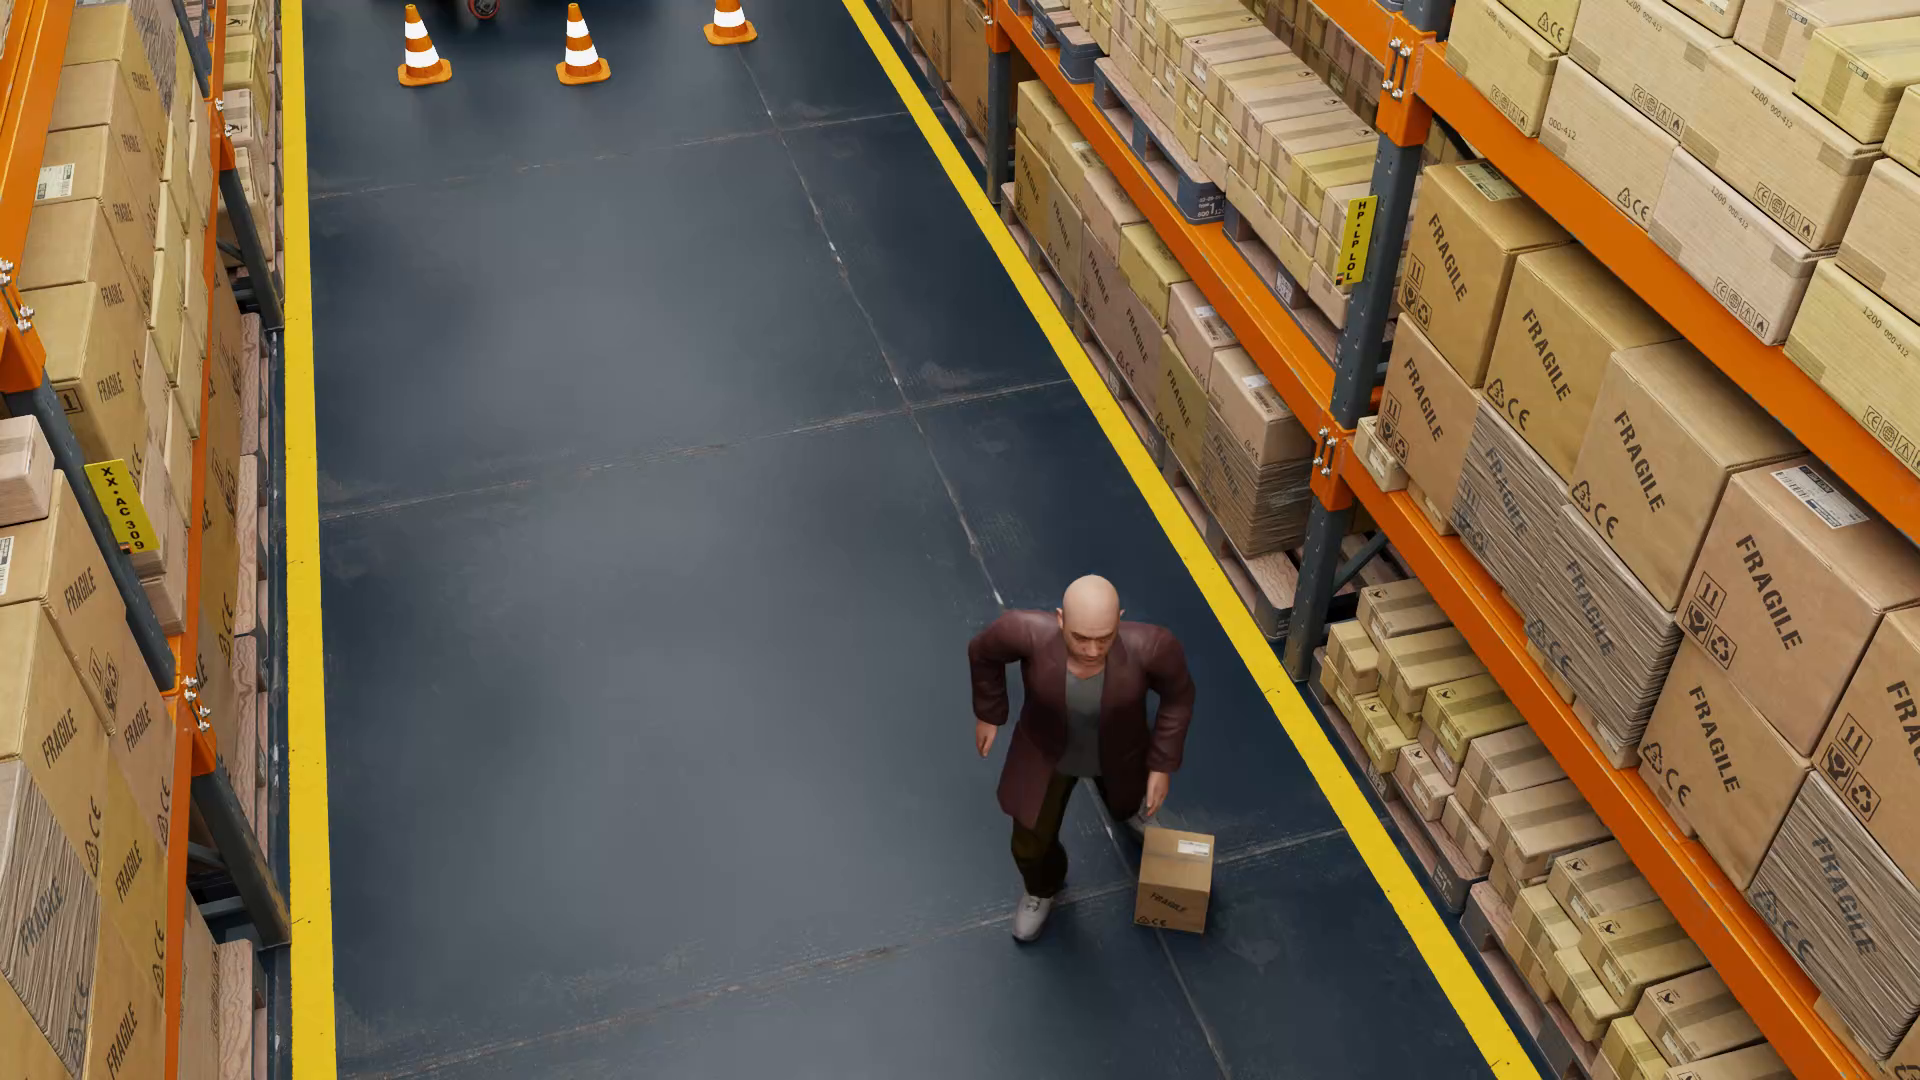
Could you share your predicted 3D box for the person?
[{"bbox_3d":[0.382,0.628,5.522,0.729,1.711,0.808,5,42,5],"label":"person"}]
